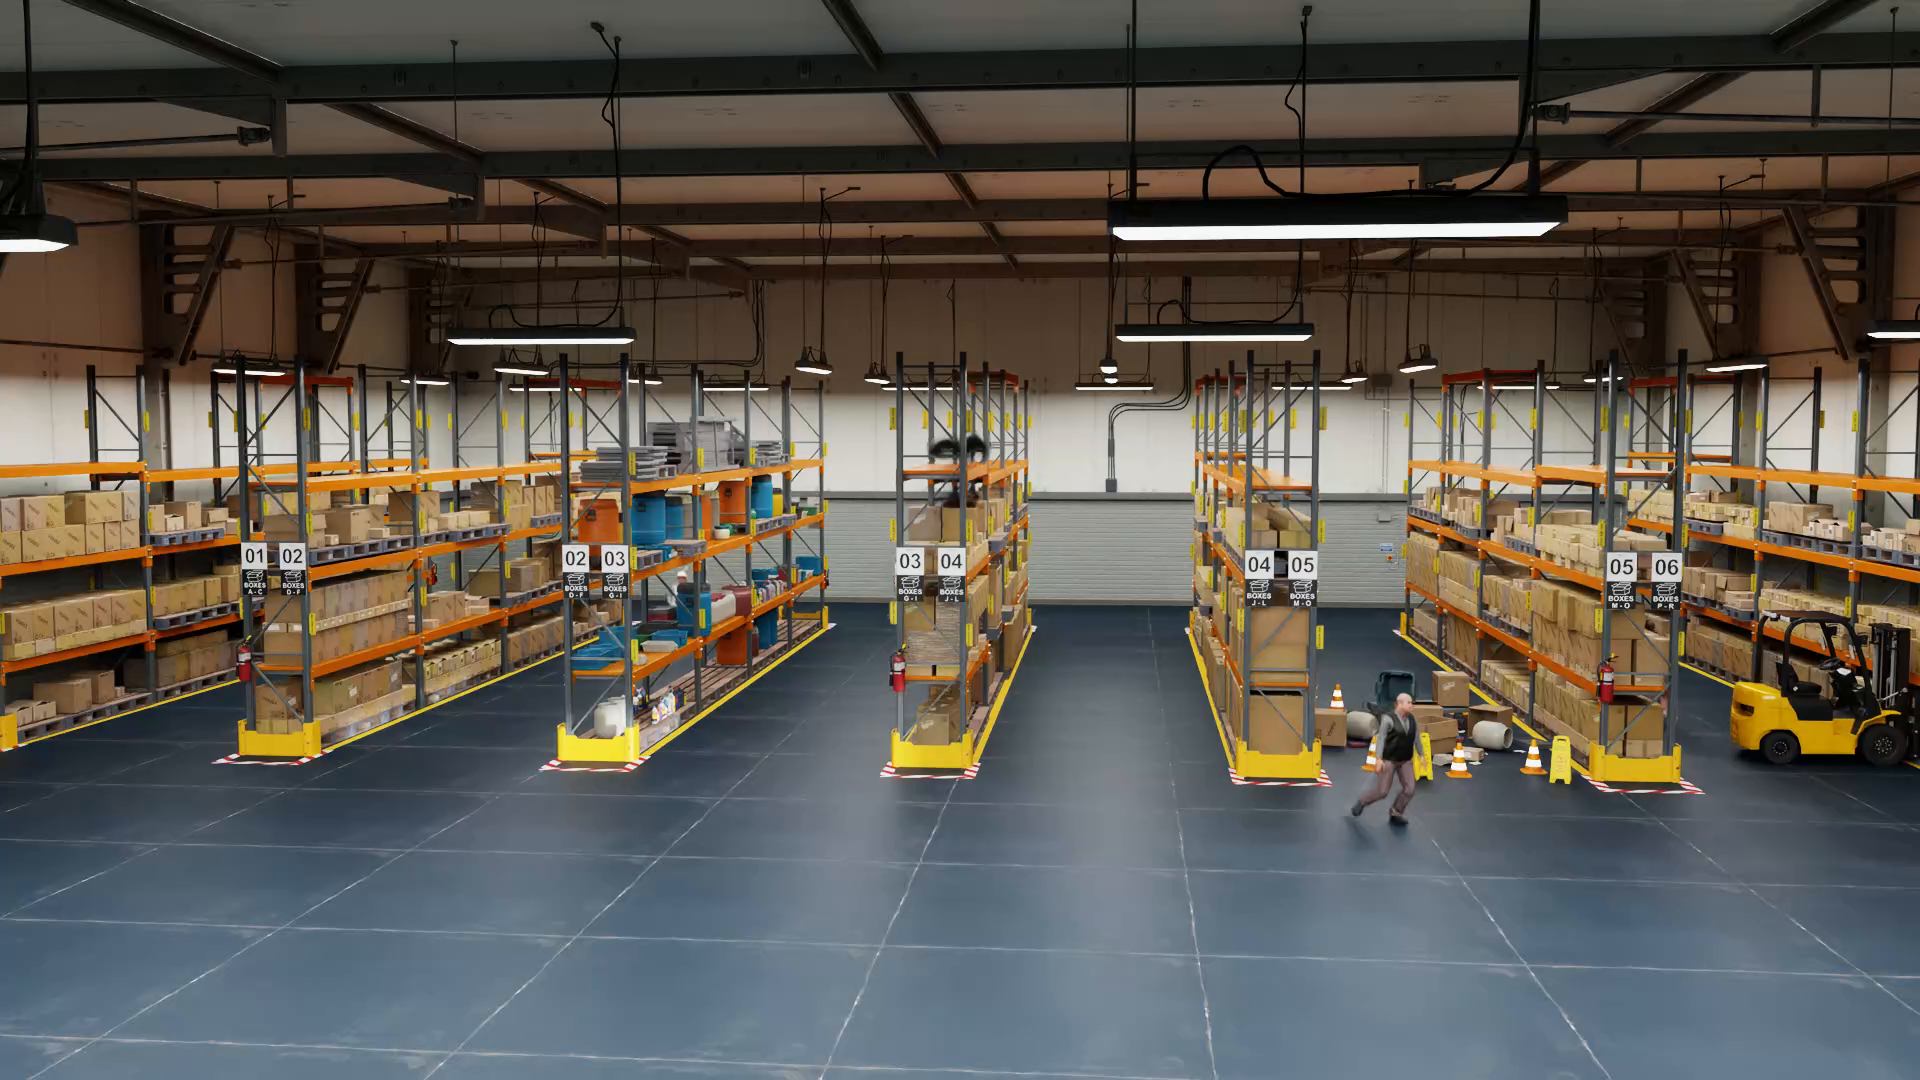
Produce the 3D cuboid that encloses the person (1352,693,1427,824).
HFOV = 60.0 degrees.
[{"bbox_3d":[5.346,2.702,20.735,0.768,1.649,0.659,-2,4,-22],"label":"person"}]

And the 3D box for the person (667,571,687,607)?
[{"bbox_3d":[-6.090,1.546,36.176,0.628,1.732,0.648,0,4,1],"label":"person"}]

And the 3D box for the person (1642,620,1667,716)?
[{"bbox_3d":[11.711,2.187,28.149,0.573,1.640,0.940,0,4,-3],"label":"person"}]
